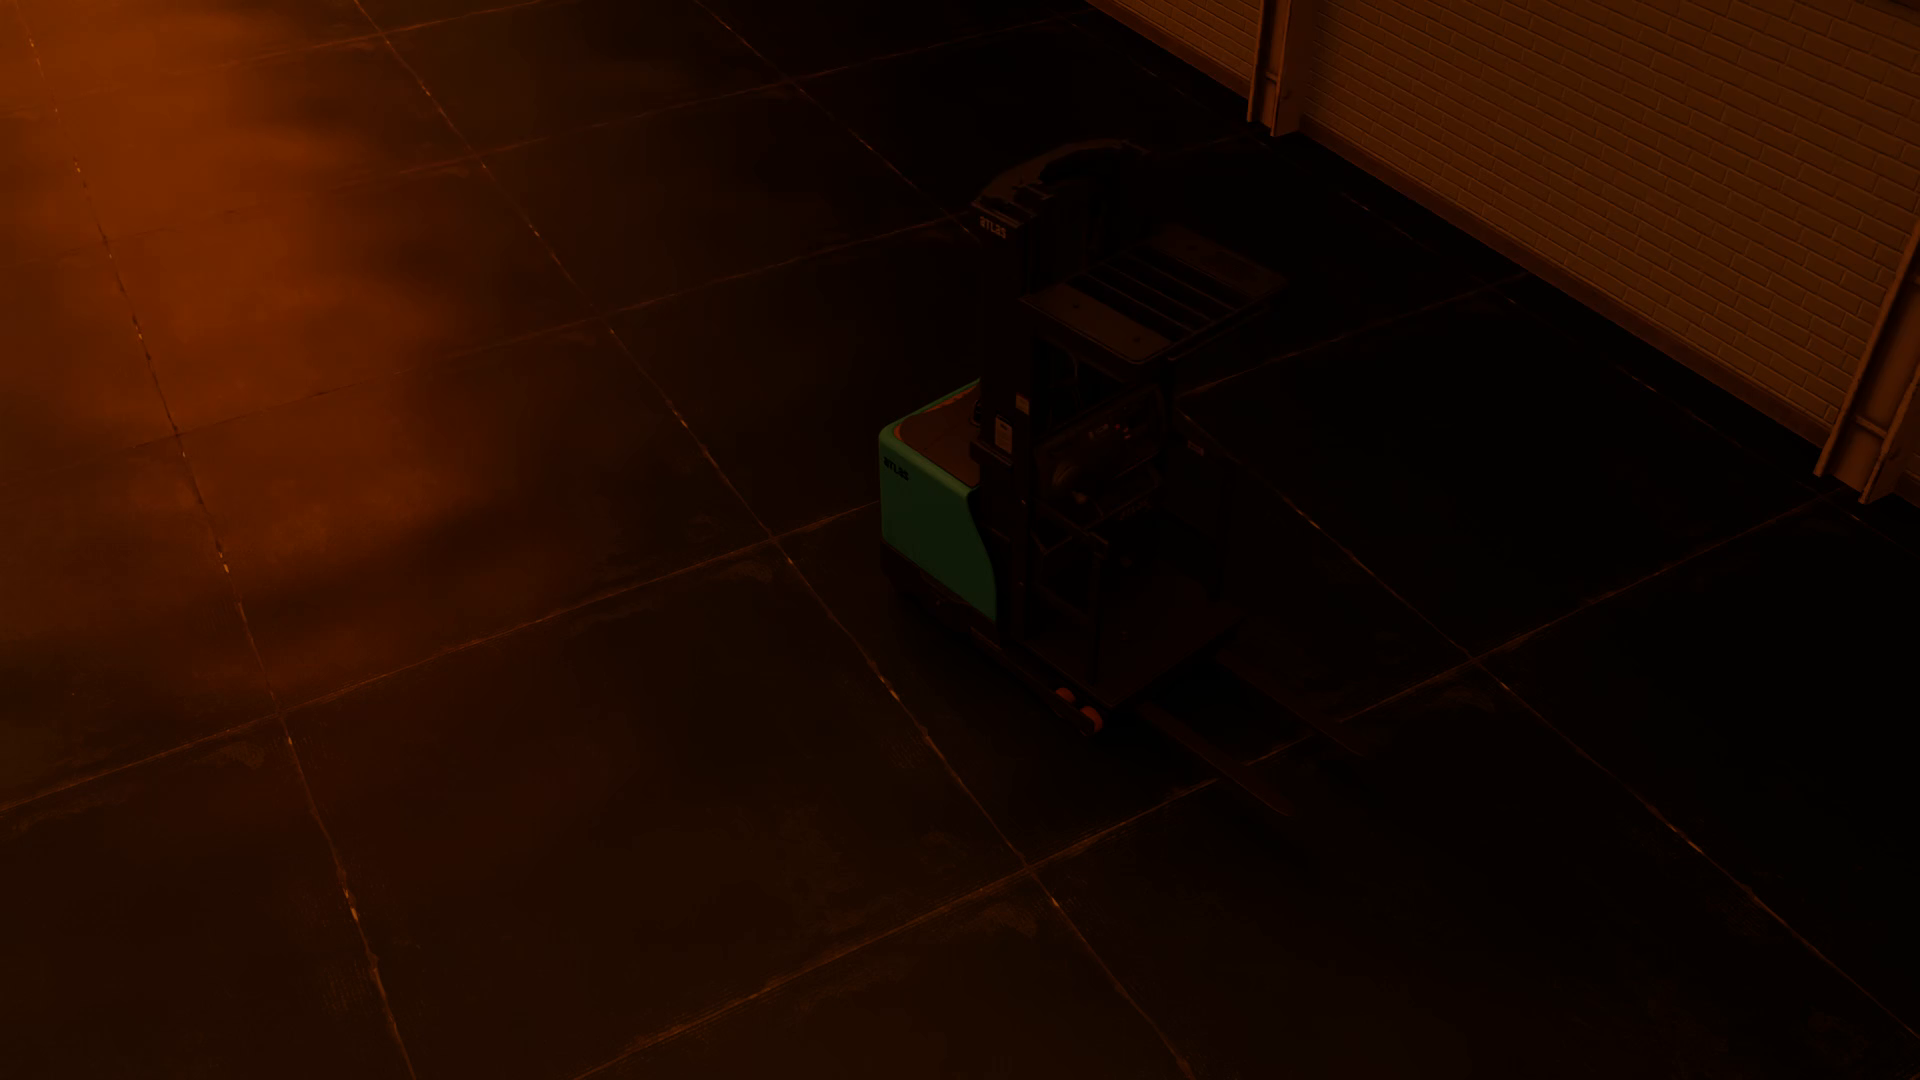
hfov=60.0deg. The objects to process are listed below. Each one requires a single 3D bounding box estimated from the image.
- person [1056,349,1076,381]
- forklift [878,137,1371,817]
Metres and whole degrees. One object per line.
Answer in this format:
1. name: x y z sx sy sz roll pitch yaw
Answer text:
1. person: 0.655 -0.711 9.945 1.074 1.464 0.848 24 45 26
2. forklift: 0.881 -0.431 8.556 1.130 2.935 3.031 -30 48 -31
